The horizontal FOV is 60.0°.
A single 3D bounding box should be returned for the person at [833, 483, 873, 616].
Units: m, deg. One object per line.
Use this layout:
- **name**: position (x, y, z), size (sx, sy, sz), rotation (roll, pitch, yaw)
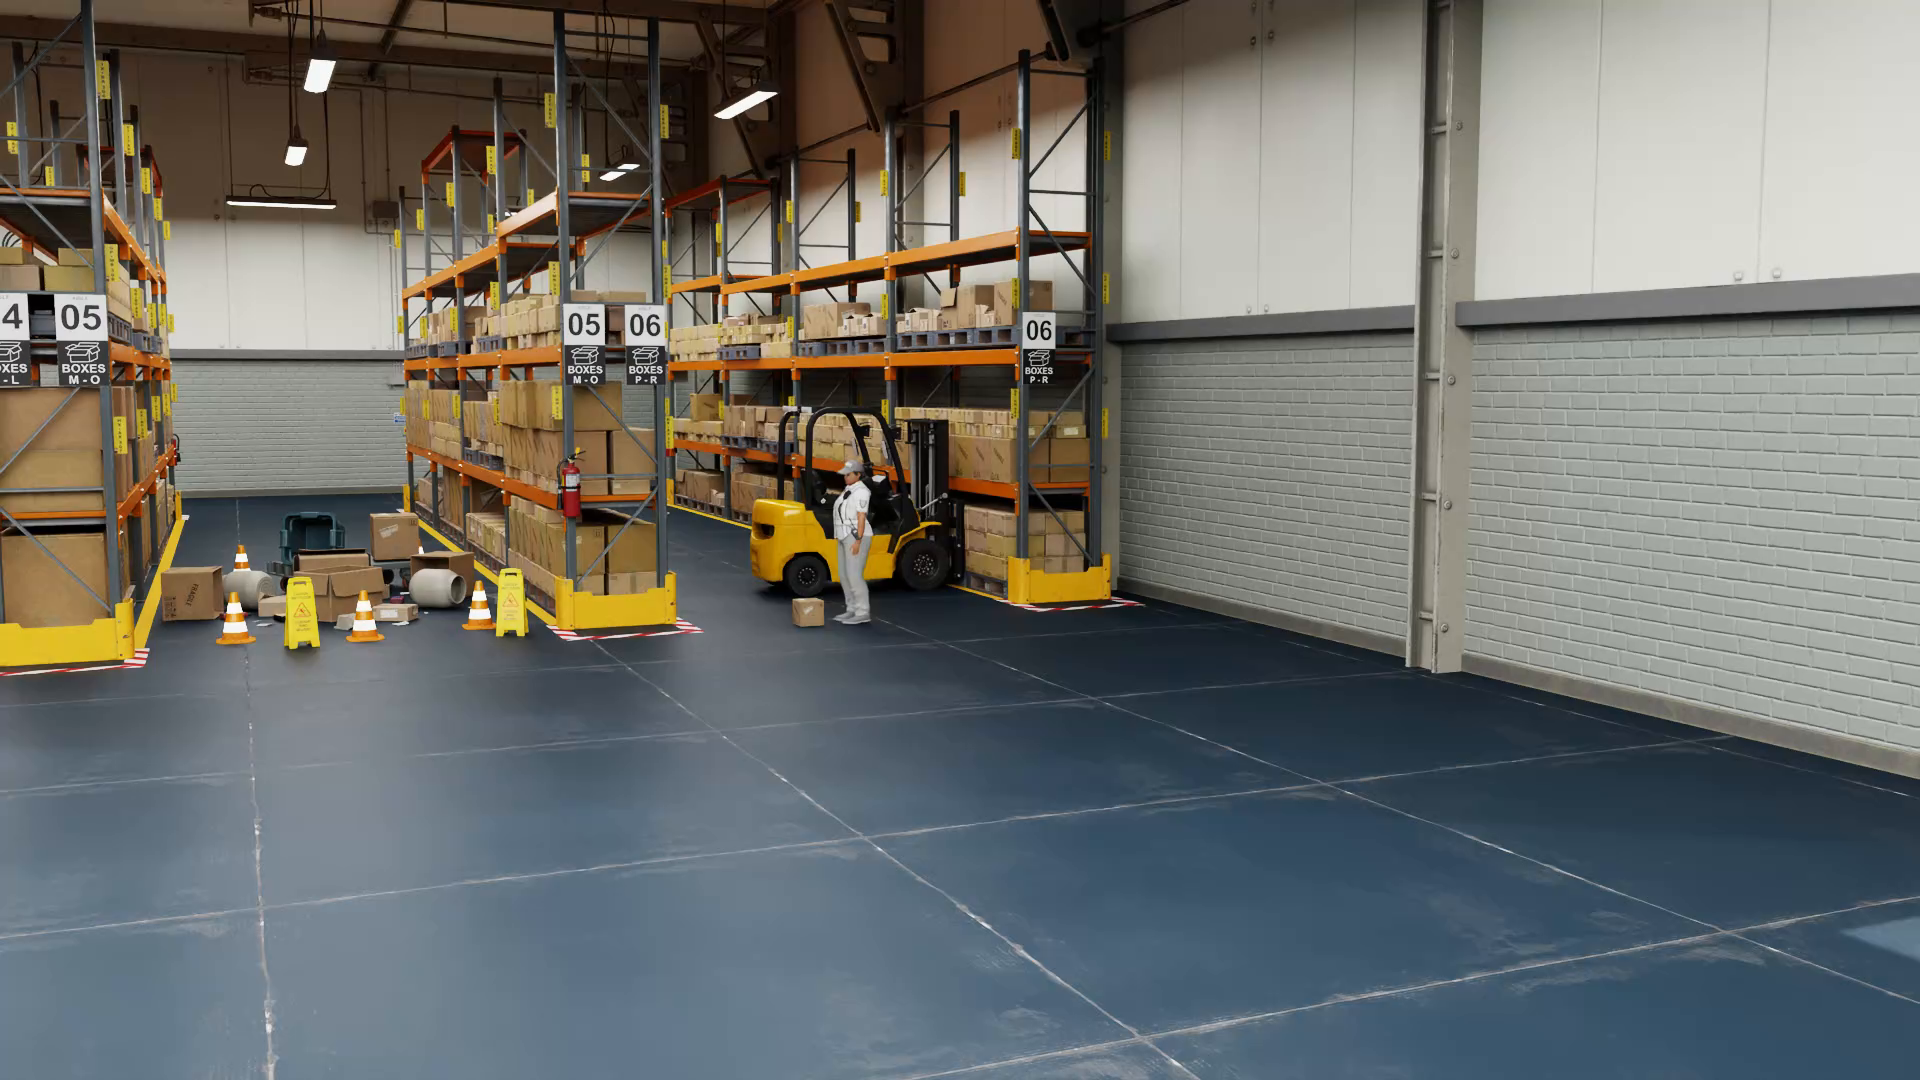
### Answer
- **person**: position (-1.094, 0.093, 16.920), size (0.380, 1.354, 0.425), rotation (-2, 6, -22)
